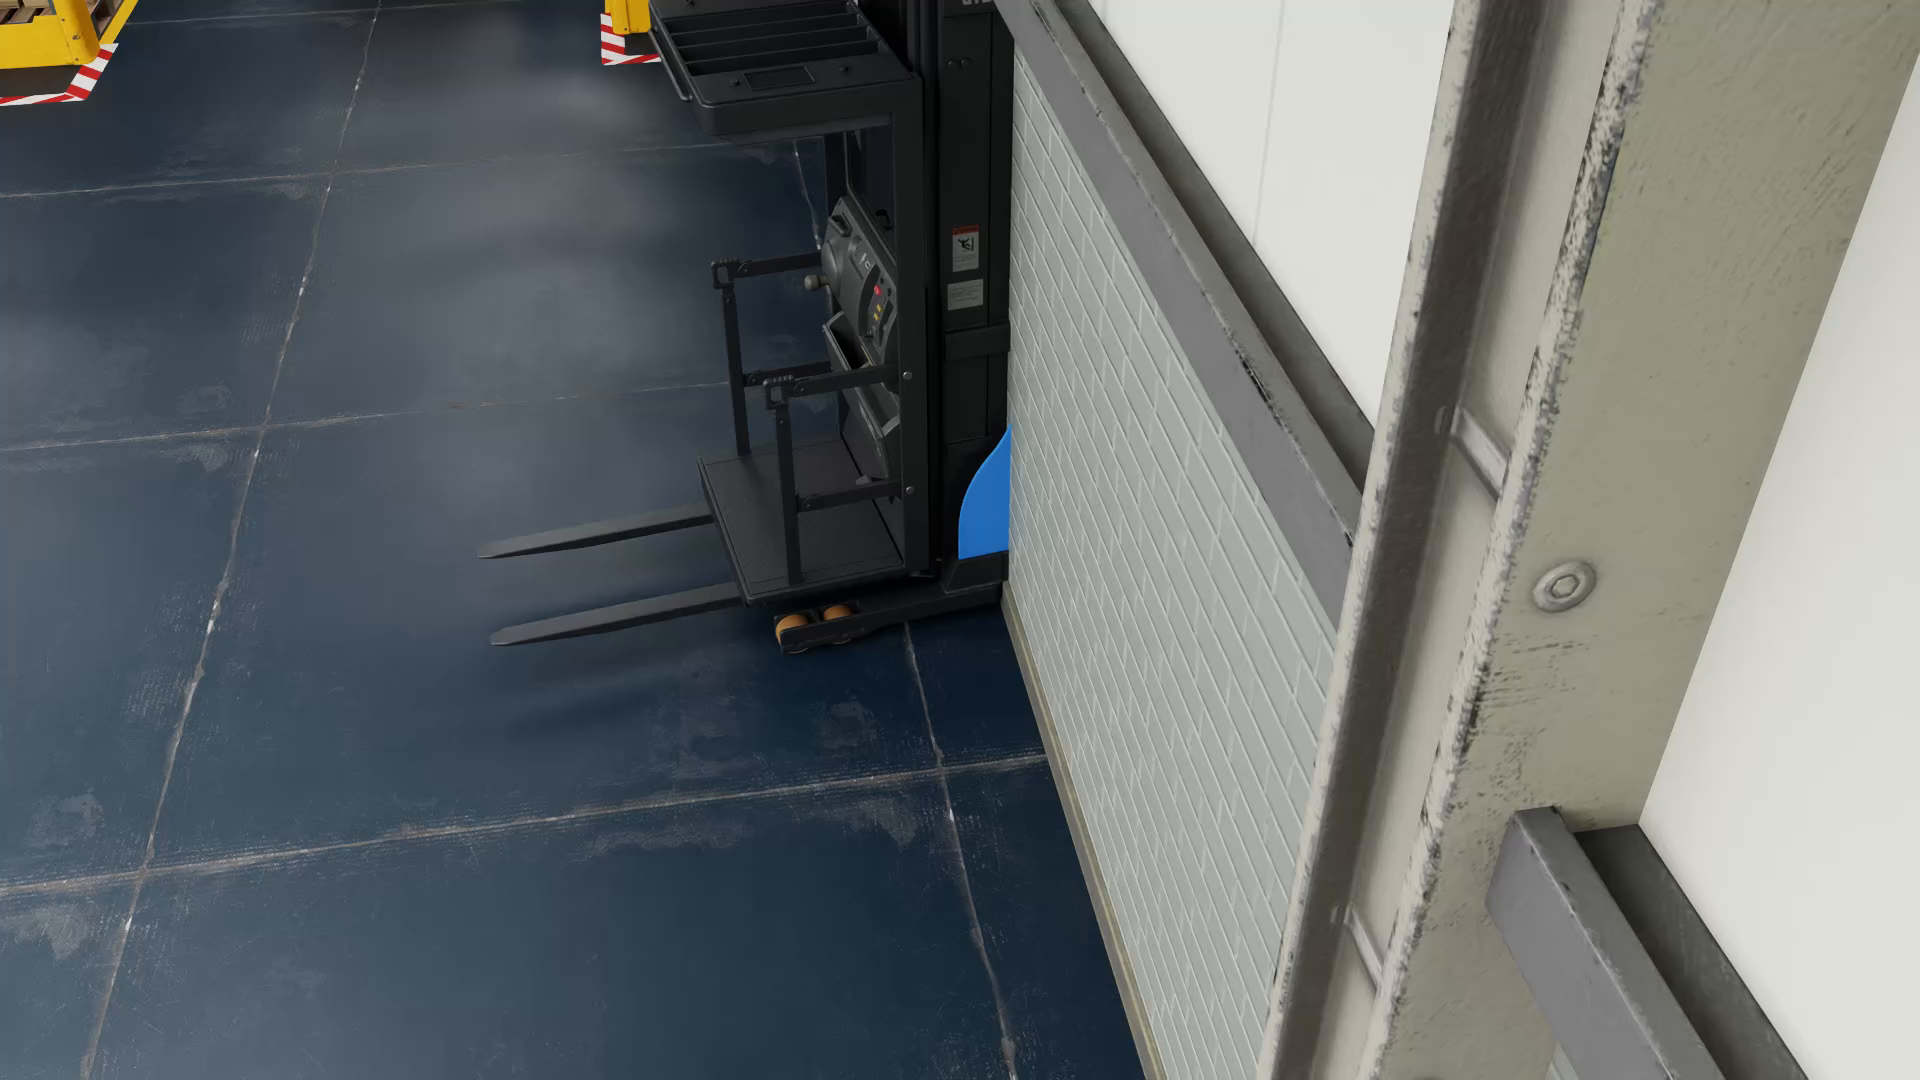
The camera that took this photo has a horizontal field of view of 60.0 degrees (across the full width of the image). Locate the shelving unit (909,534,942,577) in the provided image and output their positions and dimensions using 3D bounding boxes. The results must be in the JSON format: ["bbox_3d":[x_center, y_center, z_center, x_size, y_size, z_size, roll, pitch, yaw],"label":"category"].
[{"bbox_3d":[-0.044,-0.585,7.476,0.538,1.125,1.048,1,29,-22],"label":"shelving unit"}]

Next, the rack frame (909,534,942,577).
[{"bbox_3d":[0.119,-0.334,7.065,0.500,1.125,0.032,1,29,-22],"label":"rack frame"}]

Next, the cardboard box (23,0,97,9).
[{"bbox_3d":[-6.866,-4.291,12.727,0.500,0.250,0.500,-7,38,-8],"label":"cardboard box"}]

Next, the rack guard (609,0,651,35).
[{"bbox_3d":[-2.107,-4.228,12.785,1.175,0.500,0.348,-6,38,-8],"label":"rack guard"}]

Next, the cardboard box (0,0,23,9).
[{"bbox_3d":[-7.408,-4.248,12.671,0.500,0.250,0.500,-6,38,-8],"label":"cardboard box"}]

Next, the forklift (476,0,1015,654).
[{"bbox_3d":[-0.593,-1.037,6.696,3.031,2.935,1.130,-11,39,-14],"label":"forklift"}]

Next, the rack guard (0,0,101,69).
[{"bbox_3d":[-7.011,-3.753,12.173,1.175,0.500,0.348,-6,38,-8],"label":"rack guard"}]

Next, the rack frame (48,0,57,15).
[{"bbox_3d":[-6.997,-4.694,11.347,1.000,3.000,0.127,-6,38,-8],"label":"rack frame"}]

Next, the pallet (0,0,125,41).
[{"bbox_3d":[-7.118,-4.133,12.898,1.003,0.211,1.213,-6,38,-8],"label":"pallet"}]
